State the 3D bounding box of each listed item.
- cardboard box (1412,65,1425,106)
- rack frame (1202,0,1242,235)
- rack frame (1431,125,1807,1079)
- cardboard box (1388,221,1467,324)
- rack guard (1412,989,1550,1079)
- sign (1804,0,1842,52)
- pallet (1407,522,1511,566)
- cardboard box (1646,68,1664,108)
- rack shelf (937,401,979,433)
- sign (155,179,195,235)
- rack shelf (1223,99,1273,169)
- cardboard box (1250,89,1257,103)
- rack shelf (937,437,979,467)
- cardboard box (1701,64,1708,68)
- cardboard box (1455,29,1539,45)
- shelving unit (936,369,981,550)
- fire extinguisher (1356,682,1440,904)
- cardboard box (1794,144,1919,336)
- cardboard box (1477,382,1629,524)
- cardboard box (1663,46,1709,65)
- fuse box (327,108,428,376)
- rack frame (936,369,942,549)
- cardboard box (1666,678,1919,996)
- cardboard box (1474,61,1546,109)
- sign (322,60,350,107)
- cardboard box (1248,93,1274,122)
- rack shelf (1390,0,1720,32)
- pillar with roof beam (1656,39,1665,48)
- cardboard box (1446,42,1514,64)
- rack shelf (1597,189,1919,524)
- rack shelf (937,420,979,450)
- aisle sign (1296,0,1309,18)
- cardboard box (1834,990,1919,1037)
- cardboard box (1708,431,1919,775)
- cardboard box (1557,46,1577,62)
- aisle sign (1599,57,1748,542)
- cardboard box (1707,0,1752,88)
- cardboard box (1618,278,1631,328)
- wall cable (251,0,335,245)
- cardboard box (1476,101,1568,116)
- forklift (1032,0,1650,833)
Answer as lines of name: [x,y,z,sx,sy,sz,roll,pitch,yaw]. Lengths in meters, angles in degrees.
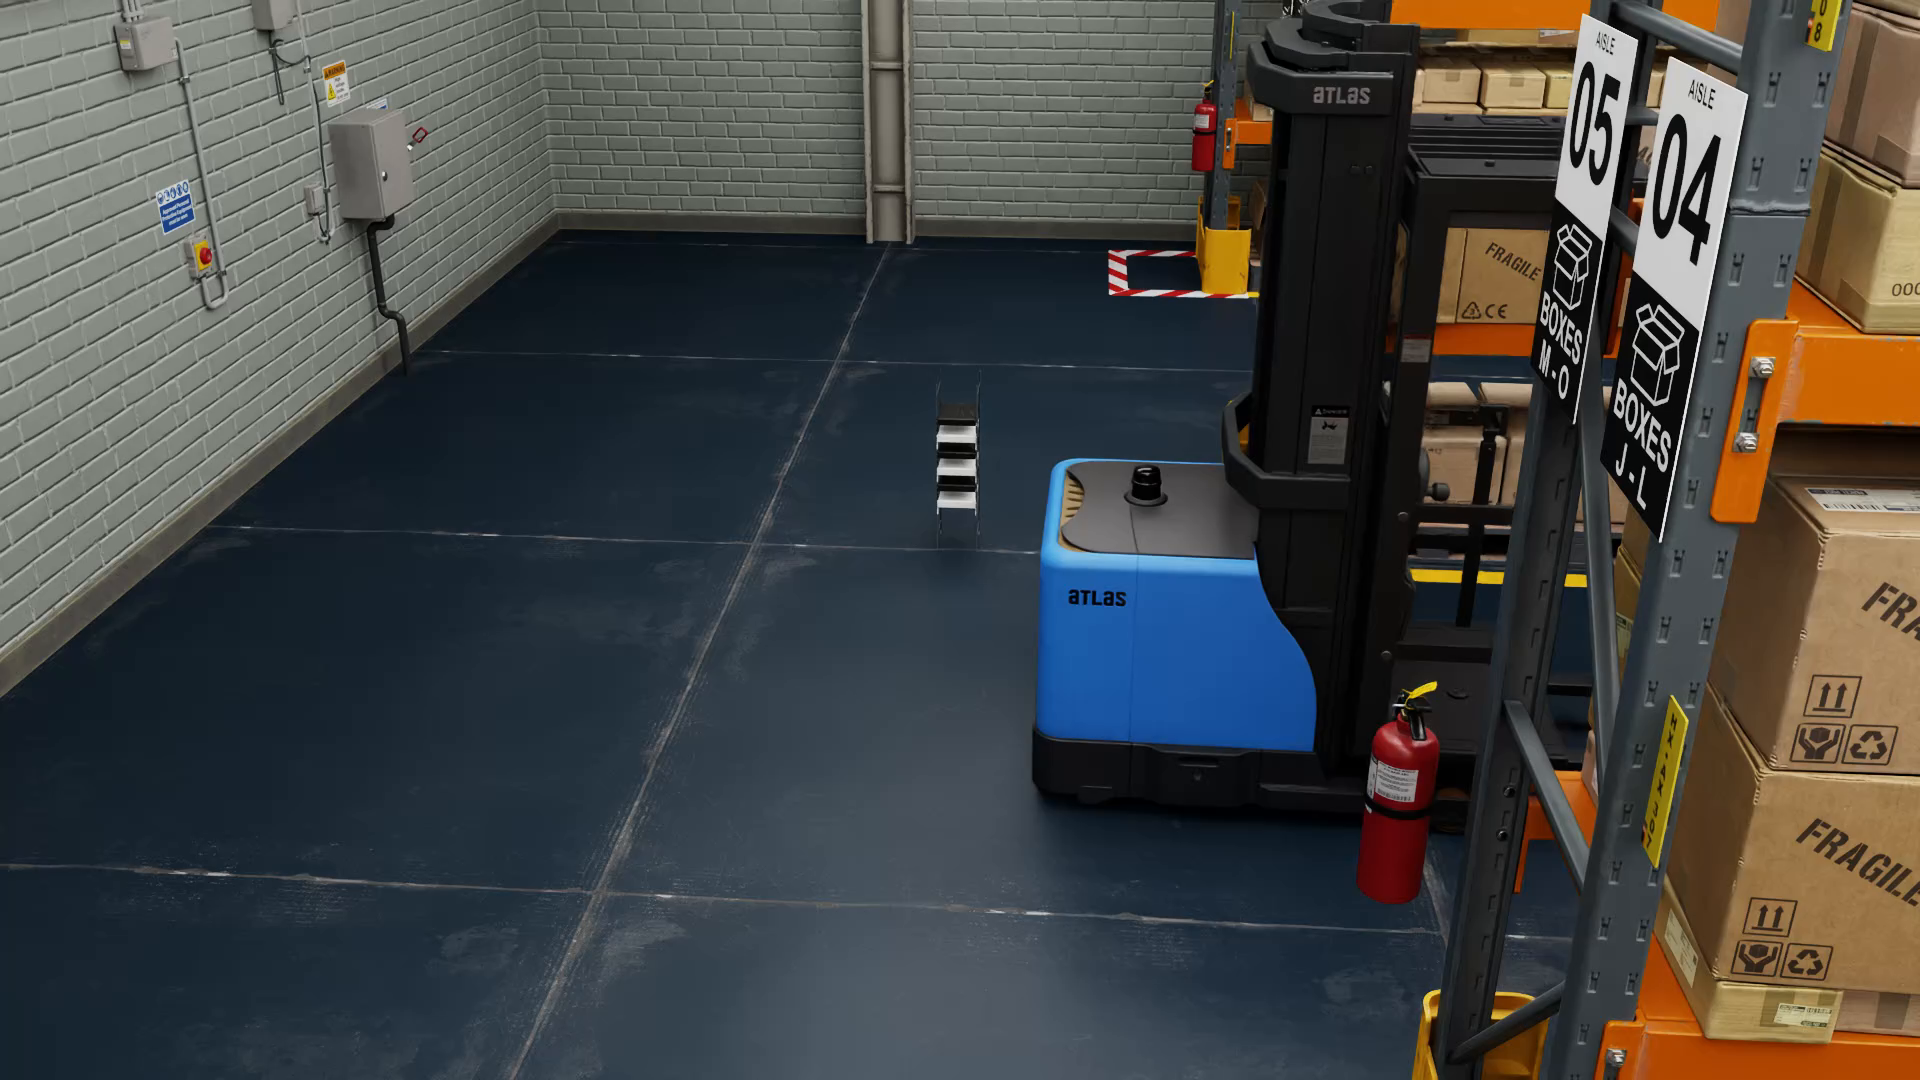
cardboard box: [1.978,-2.111,7.658,0.250,0.149,0.380,2,25,5]
rack frame: [2.022,-3.512,12.795,0.127,3.000,1.000,2,25,4]
rack frame: [1.367,0.623,3.808,0.127,3.000,1.000,2,25,4]
cardboard box: [2.102,-1.354,7.984,0.500,0.500,0.500,2,25,4]
rack guard: [1.443,1.761,4.325,0.348,0.500,1.175,2,25,4]
sign: [1.326,-0.911,2.507,0.005,0.325,0.100,2,25,4]
pallet: [2.449,-0.184,8.897,1.213,0.211,1.003,2,25,4]
cardboard box: [3.025,-2.089,7.610,0.250,0.149,0.380,2,25,5]
rack shelf: [-0.008,-0.624,8.464,0.200,0.077,0.258,2,25,4]
sign: [-4.043,-1.719,8.574,0.001,0.218,0.327,2,25,4]
rack shelf: [4.016,-3.122,12.806,4.000,0.370,1.077,2,25,4]
cardboard box: [2.454,-3.453,12.489,0.500,0.250,0.500,2,25,4]
rack shelf: [-0.008,-0.461,8.539,0.200,0.077,0.258,2,25,4]
cardboard box: [3.521,-2.044,7.512,0.250,0.149,0.380,1,25,3]
cardboard box: [3.949,-3.745,12.228,0.500,0.500,0.500,2,25,5]
shelving unit: [-0.008,-0.409,8.562,0.210,0.900,0.258,2,25,4]
fire extinguisher: [1.152,0.627,4.338,0.183,0.674,0.296,2,25,4]
cardboard box: [1.796,-0.551,2.950,0.500,0.250,0.500,3,25,6]
cardboard box: [3.225,-0.465,8.735,0.875,0.438,0.875,2,25,5]
cardboard box: [3.556,-2.276,8.015,0.250,0.149,0.380,3,25,6]
fuse box: [-3.672,-1.900,10.832,0.414,1.711,0.539,2,25,4]
rack frame: [-0.109,-0.412,8.570,0.006,0.900,0.240,2,25,4]
cardboard box: [1.794,0.572,3.444,0.500,0.500,0.500,3,25,6]
cardboard box: [2.496,-2.076,7.582,0.250,0.149,0.380,3,25,6]
sign: [-3.883,-2.844,10.354,0.001,0.242,0.339,2,25,4]
cardboard box: [2.329,-3.273,12.576,0.250,0.149,0.380,2,25,4]
rack shelf: [3.640,-2.415,7.683,4.000,0.370,1.077,2,25,4]
pillar with roof beam: [5.055,-4.713,8.228,0.400,9.000,9.100,2,25,4]
cardboard box: [2.538,-2.339,8.152,0.250,0.149,0.380,2,25,3]
rack shelf: [3.362,-0.349,3.192,4.000,0.370,1.077,2,25,4]
rack shelf: [-0.008,-0.542,8.501,0.200,0.077,0.258,2,25,4]
aisle sign: [1.552,-2.506,7.498,0.004,0.787,0.394,2,25,4]
cardboard box: [1.922,0.875,3.561,0.250,0.149,0.380,3,25,6]
cardboard box: [1.795,0.113,3.244,0.500,0.500,0.500,2,25,4]
cardboard box: [3.041,-2.275,8.015,0.250,0.149,0.380,2,25,4]
aisle sign: [1.272,-0.436,2.998,0.004,0.787,0.394,2,25,4]
cardboard box: [1.846,-0.990,3.306,0.500,0.250,0.500,1,25,2]
cardboard box: [3.115,-1.326,7.923,0.500,0.500,0.500,2,25,4]
wall cable: [-3.881,-2.667,9.743,0.122,1.984,0.588,2,25,4]
cardboard box: [2.618,-1.796,7.748,0.500,0.500,0.500,1,25,3]
forklift: [1.832,-0.444,6.208,3.031,2.935,1.130,2,25,5]
